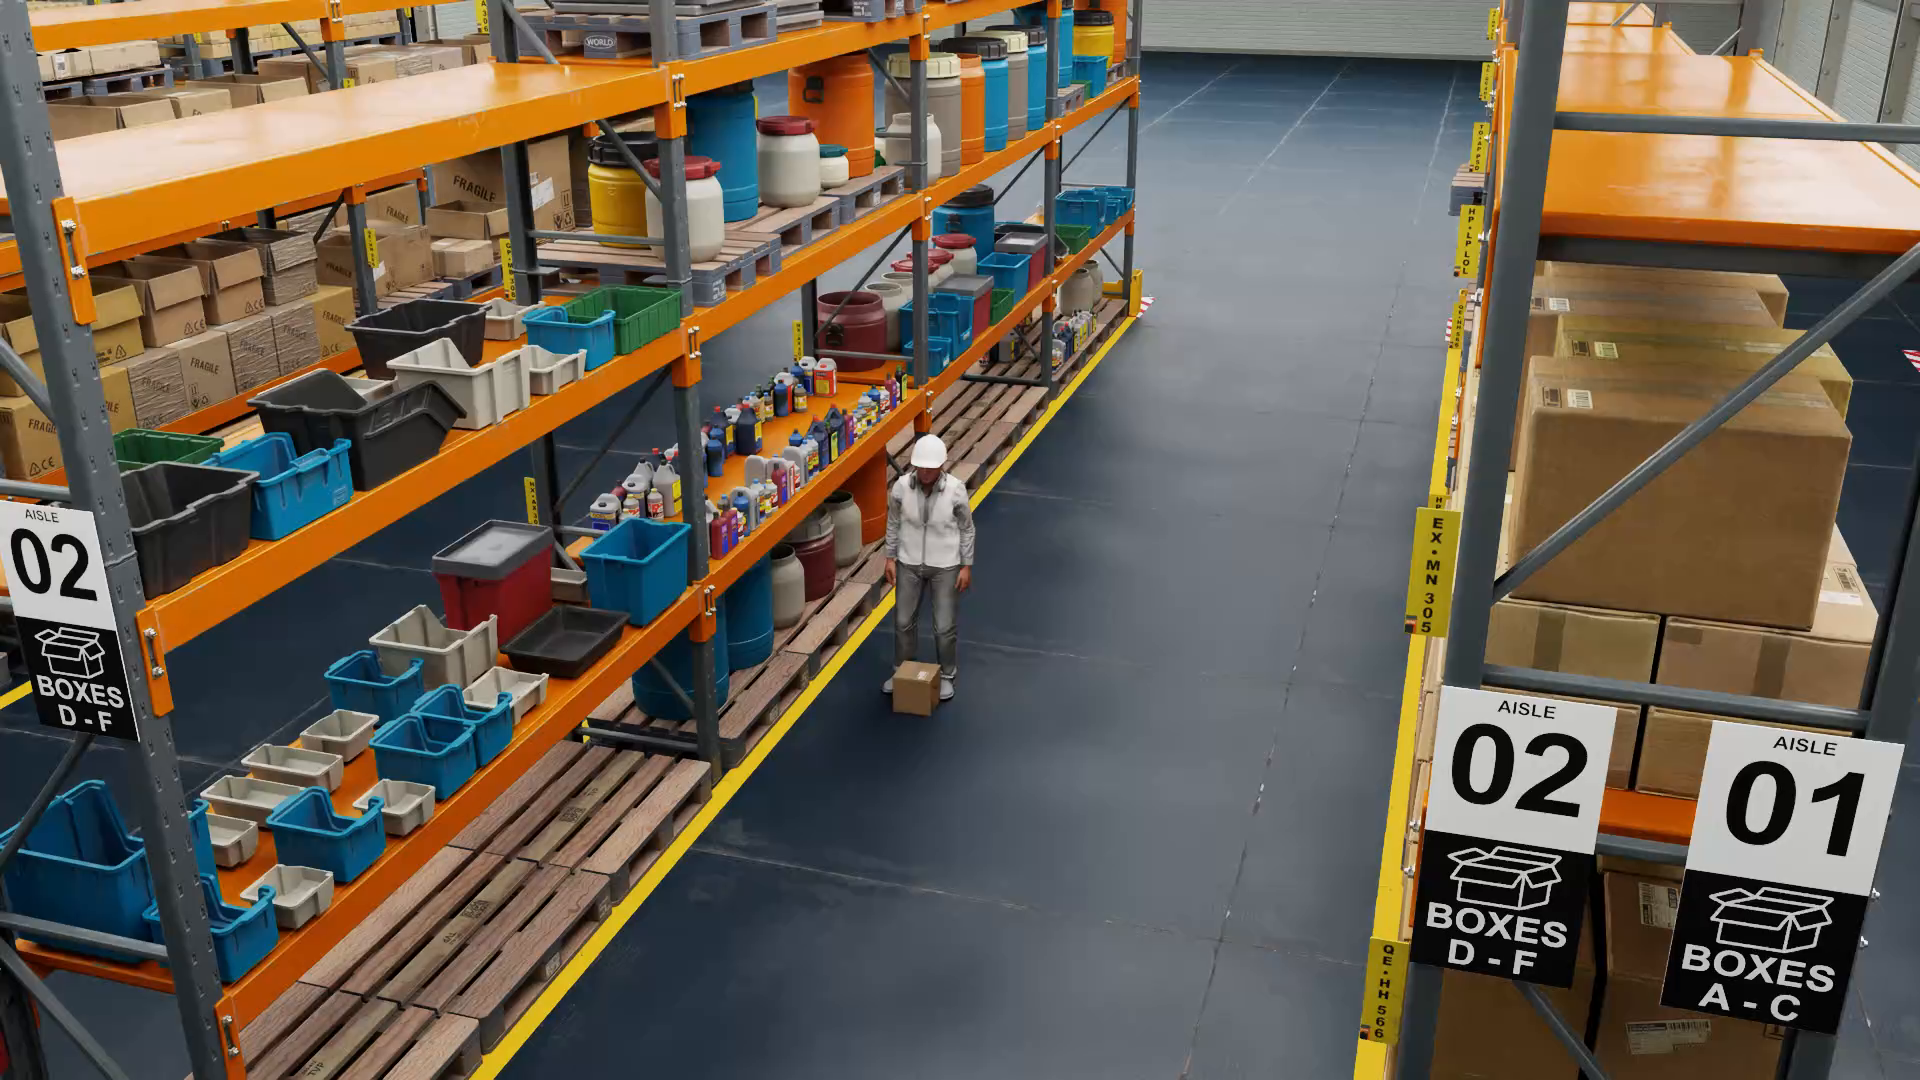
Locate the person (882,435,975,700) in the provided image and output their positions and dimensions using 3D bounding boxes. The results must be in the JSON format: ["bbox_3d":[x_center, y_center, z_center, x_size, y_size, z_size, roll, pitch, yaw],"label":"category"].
[{"bbox_3d":[-0.202,0.156,10.663,0.590,1.770,0.464,5,22,12],"label":"person"}]
